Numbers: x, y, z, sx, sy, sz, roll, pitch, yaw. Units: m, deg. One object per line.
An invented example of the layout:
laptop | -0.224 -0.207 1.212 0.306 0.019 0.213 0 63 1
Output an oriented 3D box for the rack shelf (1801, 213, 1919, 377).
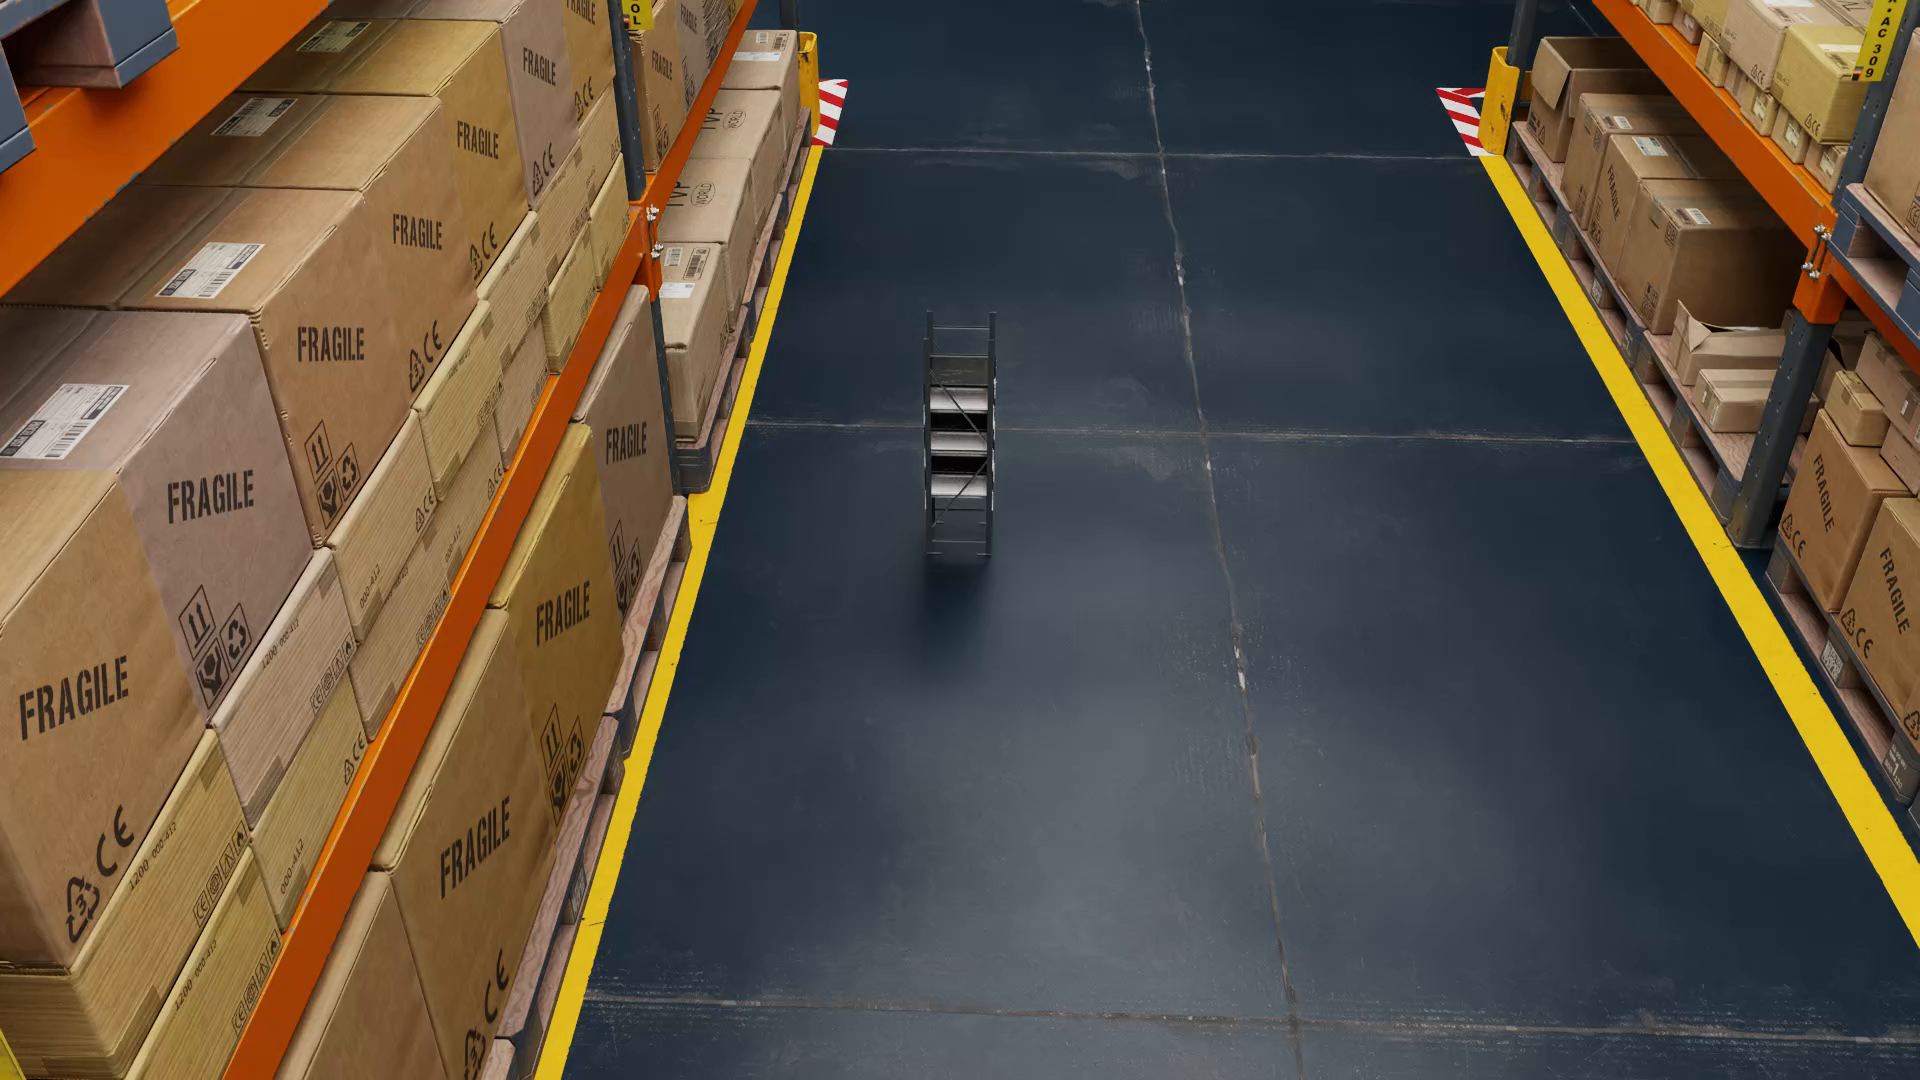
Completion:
rack shelf | 3.311 0.229 3.941 1.077 0.370 4.000 1 35 2

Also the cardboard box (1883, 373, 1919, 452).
cardboard box | 3.149 -0.400 5.196 0.380 0.149 0.250 0 35 0

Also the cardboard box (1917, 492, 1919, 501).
cardboard box | 3.179 -0.120 5.057 0.380 0.149 0.250 0 35 -1

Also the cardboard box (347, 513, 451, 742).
cardboard box | -1.428 0.161 3.543 0.500 0.250 0.500 2 35 3

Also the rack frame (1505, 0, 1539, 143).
rack frame | 3.552 -3.512 8.639 1.000 3.000 0.127 1 35 2

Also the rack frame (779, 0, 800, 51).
rack frame | -1.407 -3.625 8.799 1.000 3.000 0.127 1 35 2

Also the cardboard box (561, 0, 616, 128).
cardboard box | -1.335 -1.514 4.839 0.500 0.500 0.500 2 35 3

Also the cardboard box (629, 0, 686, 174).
cardboard box | -1.288 -1.631 5.875 0.500 0.500 0.500 2 35 3

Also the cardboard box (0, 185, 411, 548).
cardboard box | -1.418 -0.338 3.166 0.500 0.500 0.500 2 35 3

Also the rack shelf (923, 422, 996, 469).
rack shelf | 0.000 -0.346 6.017 0.258 0.077 0.200 1 35 2

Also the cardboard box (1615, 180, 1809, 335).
cardboard box | 3.318 -1.226 7.194 0.700 0.500 0.500 0 35 0

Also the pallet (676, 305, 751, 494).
pallet | -1.459 -0.621 6.950 1.003 0.211 1.213 1 35 2

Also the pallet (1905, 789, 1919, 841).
pallet | 3.351 1.098 4.505 1.003 0.211 1.213 1 35 2

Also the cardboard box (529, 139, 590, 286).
cardboard box | -1.355 -0.924 4.651 0.500 0.250 0.500 2 35 3

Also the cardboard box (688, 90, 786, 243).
cardboard box | -1.362 -1.841 8.124 0.875 0.438 0.875 2 35 3

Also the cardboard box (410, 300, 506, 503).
cardboard box | -1.374 -0.331 3.808 0.500 0.250 0.500 2 35 3

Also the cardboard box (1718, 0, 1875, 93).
cardboard box | 3.174 -1.861 6.161 0.500 0.250 0.500 1 35 2

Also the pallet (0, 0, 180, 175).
pallet | -1.756 -0.550 1.979 1.213 0.211 1.003 3 35 4

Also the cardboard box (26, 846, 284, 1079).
cardboard box | -1.458 0.757 2.694 0.500 0.250 0.500 1 35 1

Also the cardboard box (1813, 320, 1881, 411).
cardboard box | 3.654 -0.660 6.554 0.500 0.311 0.500 3 35 4

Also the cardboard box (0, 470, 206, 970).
cardboard box | -1.465 0.244 2.338 0.500 0.500 0.500 0 35 0

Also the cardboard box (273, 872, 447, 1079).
cardboard box | -1.618 1.274 3.311 0.875 0.875 0.875 1 35 1

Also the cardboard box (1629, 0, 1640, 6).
cardboard box | 3.164 -2.488 7.400 0.380 0.149 0.250 0 35 1

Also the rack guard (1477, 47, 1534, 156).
rack guard | 3.549 -2.446 9.296 1.175 0.500 0.348 1 35 2

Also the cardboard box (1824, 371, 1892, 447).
cardboard box | 3.112 -0.429 5.496 0.380 0.149 0.250 3 35 4

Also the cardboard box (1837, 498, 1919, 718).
cardboard box | 3.136 0.216 5.143 0.500 0.500 0.500 1 35 1

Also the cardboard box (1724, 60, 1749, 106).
cardboard box | 3.165 -1.751 6.351 0.380 0.149 0.250 2 35 3

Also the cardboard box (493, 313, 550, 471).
cardboard box | -1.395 -0.420 4.369 0.500 0.250 0.500 0 35 1

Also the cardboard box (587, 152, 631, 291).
cardboard box | -1.334 -1.002 5.197 0.500 0.250 0.500 1 35 1

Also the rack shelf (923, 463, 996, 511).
rack shelf | 0.000 -0.198 6.121 0.258 0.077 0.200 1 35 2

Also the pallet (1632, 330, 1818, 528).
pallet | 3.420 -0.468 6.732 1.003 0.211 1.213 1 35 2

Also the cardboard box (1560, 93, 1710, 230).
cardboard box | 3.360 -1.822 8.043 0.700 0.500 0.500 3 35 4

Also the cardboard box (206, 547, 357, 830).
cardboard box | -1.440 0.246 2.987 0.500 0.250 0.500 2 35 3

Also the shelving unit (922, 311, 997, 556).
shelving unit | 0.000 -0.373 5.998 0.258 0.900 0.210 1 35 2

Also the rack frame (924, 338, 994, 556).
rack frame | -0.004 -0.314 5.915 0.240 0.900 0.006 1 35 2

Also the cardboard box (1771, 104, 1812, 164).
cardboard box | 3.141 -1.451 5.924 0.380 0.149 0.250 2 35 3

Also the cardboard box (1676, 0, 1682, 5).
cardboard box | 3.229 -2.443 6.989 0.500 0.250 0.500 0 35 1

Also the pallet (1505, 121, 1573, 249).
pallet | 3.518 -1.870 8.727 1.003 0.211 1.213 1 35 2

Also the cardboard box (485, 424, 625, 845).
cardboard box | -1.542 0.248 4.771 0.875 0.875 0.875 2 35 3

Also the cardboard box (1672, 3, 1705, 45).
cardboard box | 3.232 -2.187 6.971 0.380 0.149 0.250 1 35 2

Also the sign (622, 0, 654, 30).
sign | -1.025 -1.761 5.209 0.100 0.325 0.005 1 35 2

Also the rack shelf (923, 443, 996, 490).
rack shelf | 0.000 -0.272 6.069 0.258 0.077 0.200 1 35 2

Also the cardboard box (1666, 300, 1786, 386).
cardboard box | 3.135 -0.799 6.791 0.396 0.266 0.258 3 35 4

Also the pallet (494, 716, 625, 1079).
pallet | -1.570 0.962 4.698 1.003 0.211 1.213 1 35 2

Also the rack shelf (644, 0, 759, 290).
rack shelf | -1.488 -2.181 7.371 1.077 0.370 4.000 1 35 2

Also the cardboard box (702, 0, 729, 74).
cardboard box | -1.237 -2.206 6.693 0.500 0.500 0.500 2 35 2

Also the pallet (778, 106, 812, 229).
pallet | -1.361 -2.023 8.945 1.003 0.211 1.213 1 35 2

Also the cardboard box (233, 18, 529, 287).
cardboard box | -1.388 -0.926 4.002 0.500 0.500 0.500 2 35 3

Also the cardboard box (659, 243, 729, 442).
cardboard box | -1.436 -0.808 6.655 0.875 0.438 0.875 1 35 1
